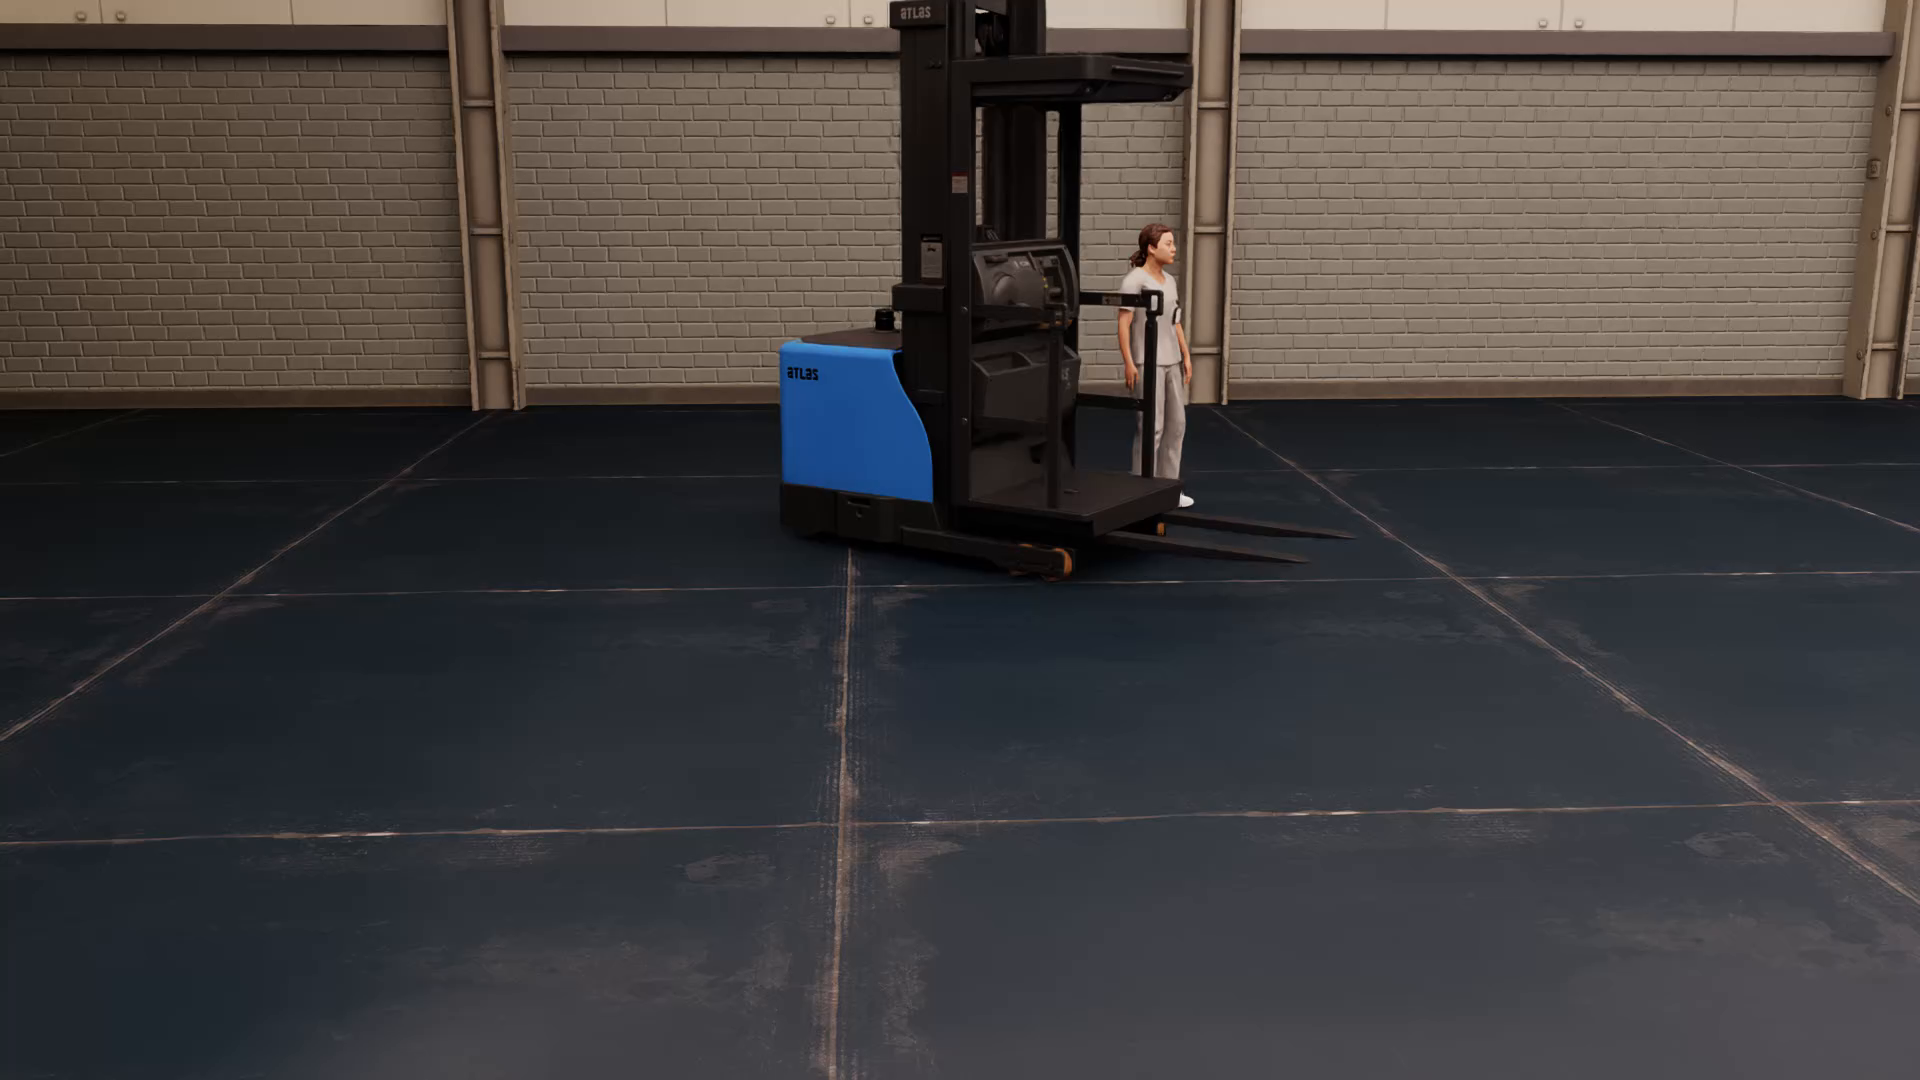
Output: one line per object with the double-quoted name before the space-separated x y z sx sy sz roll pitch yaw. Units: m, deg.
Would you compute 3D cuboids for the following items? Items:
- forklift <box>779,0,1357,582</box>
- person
"forklift" 0.513 -1.357 8.456 3.031 2.935 1.130 8 15 33
"person" 1.180 -1.011 9.798 0.466 1.669 0.558 12 17 43
